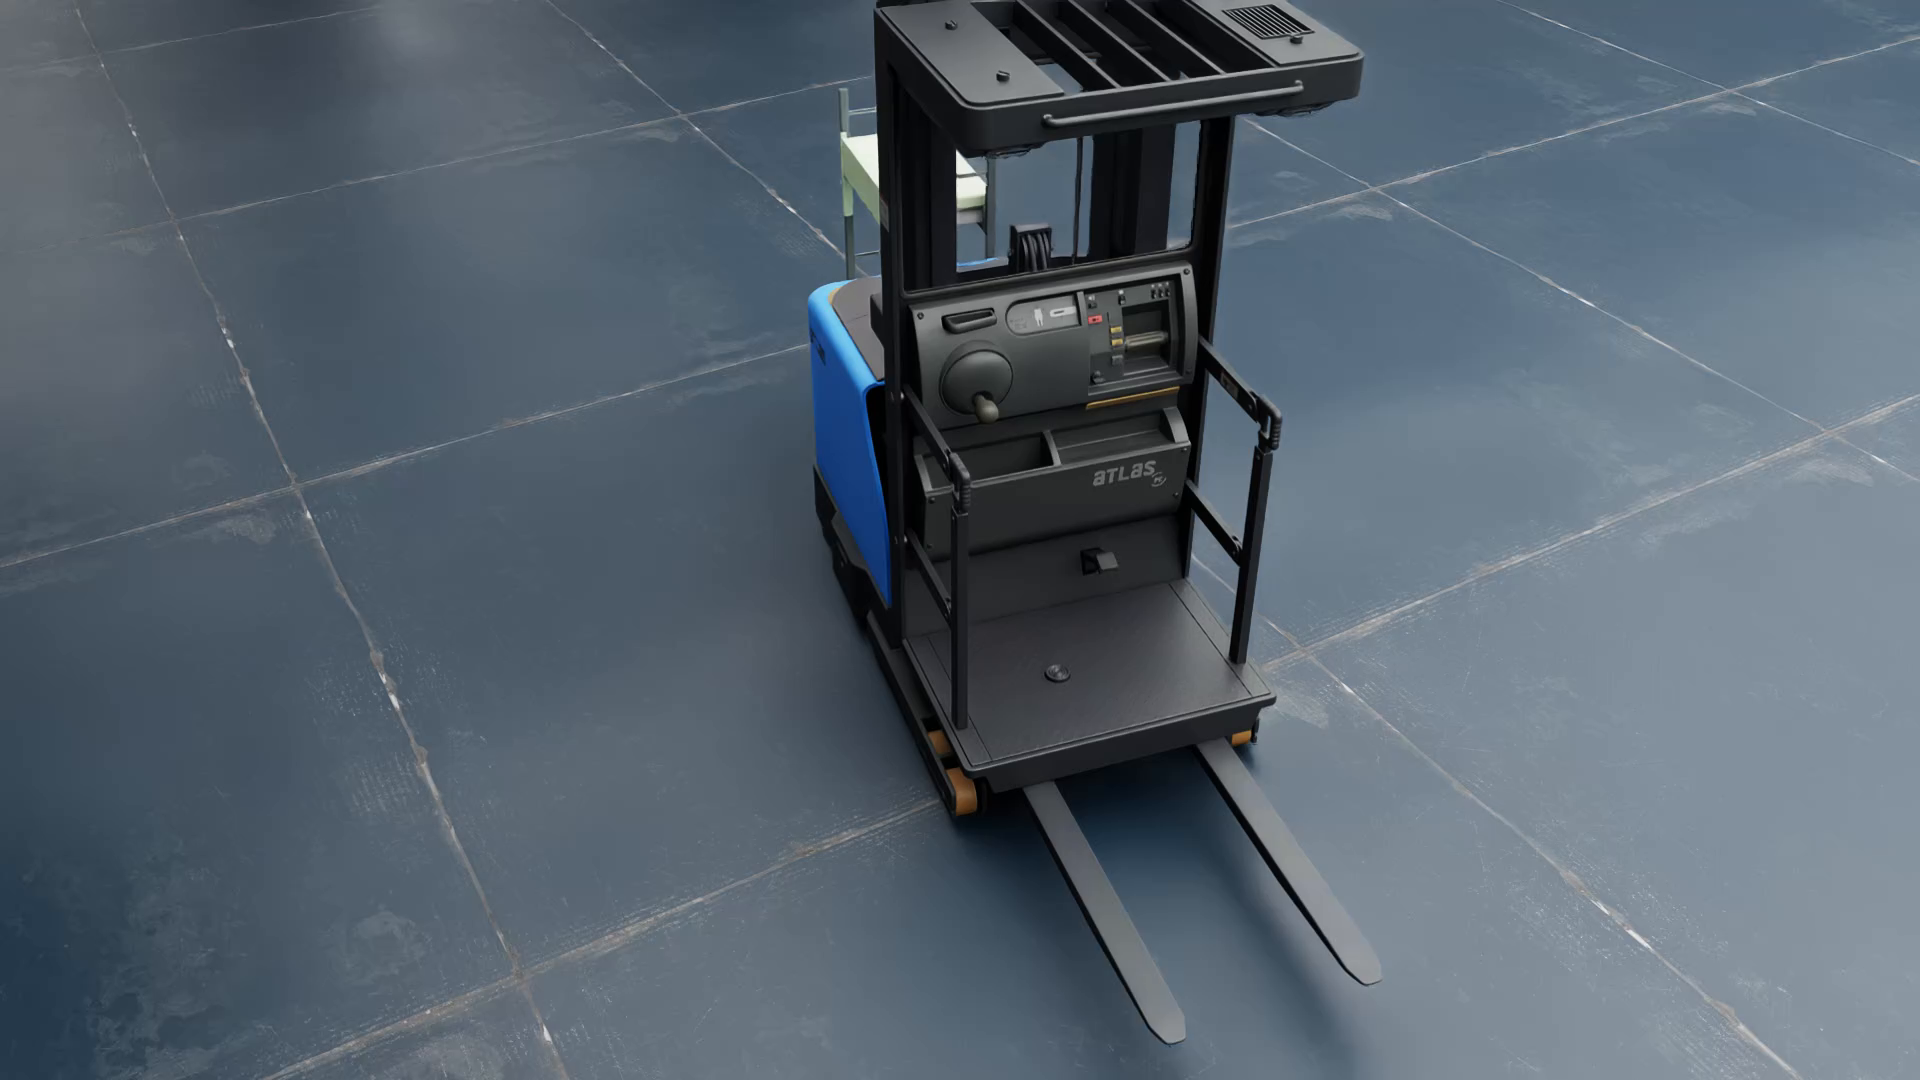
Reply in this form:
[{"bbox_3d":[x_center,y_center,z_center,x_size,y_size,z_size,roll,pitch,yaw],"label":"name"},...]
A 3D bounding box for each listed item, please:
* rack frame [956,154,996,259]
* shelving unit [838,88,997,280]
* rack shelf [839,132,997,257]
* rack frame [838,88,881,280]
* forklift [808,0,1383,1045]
[{"bbox_3d":[-0.057,-0.837,6.625,0.400,1.500,0.023,-12,38,-15],"label":"rack frame"},{"bbox_3d":[-0.178,-1.041,6.904,0.431,1.500,0.755,-12,38,-15],"label":"shelving unit"},{"bbox_3d":[-0.178,-1.356,6.674,0.431,0.370,0.720,-12,38,-15],"label":"rack shelf"},{"bbox_3d":[-0.298,-1.245,7.183,0.400,1.500,0.023,-12,38,-15],"label":"rack frame"},{"bbox_3d":[0.377,-0.545,5.011,1.130,2.935,3.031,-12,38,-15],"label":"forklift"}]
